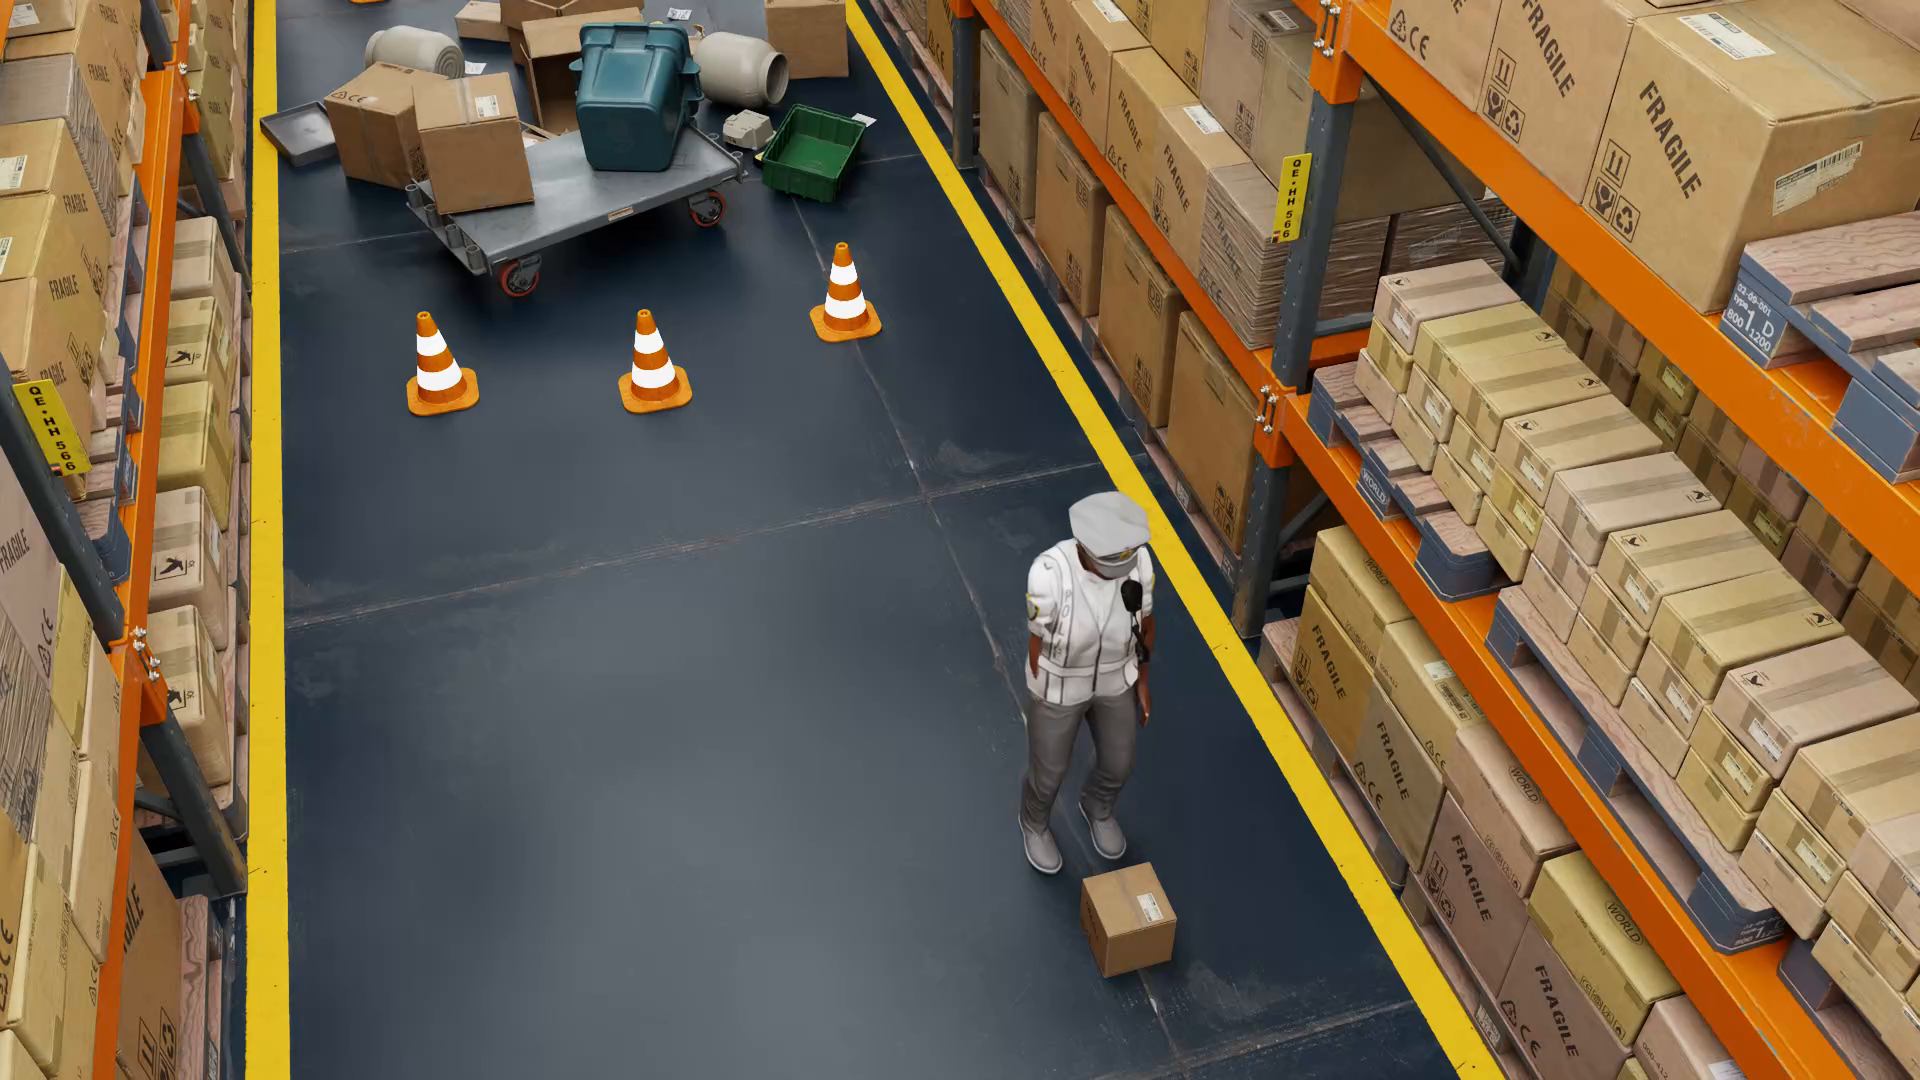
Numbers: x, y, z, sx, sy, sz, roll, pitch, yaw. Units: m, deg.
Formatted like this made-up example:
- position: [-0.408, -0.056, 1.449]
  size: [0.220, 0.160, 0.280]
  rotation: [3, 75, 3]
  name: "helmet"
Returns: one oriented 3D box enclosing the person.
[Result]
- position: [0.437, 0.493, 5.642]
  size: [0.444, 1.649, 0.365]
  rotation: [-11, 44, -12]
  name: "person"
